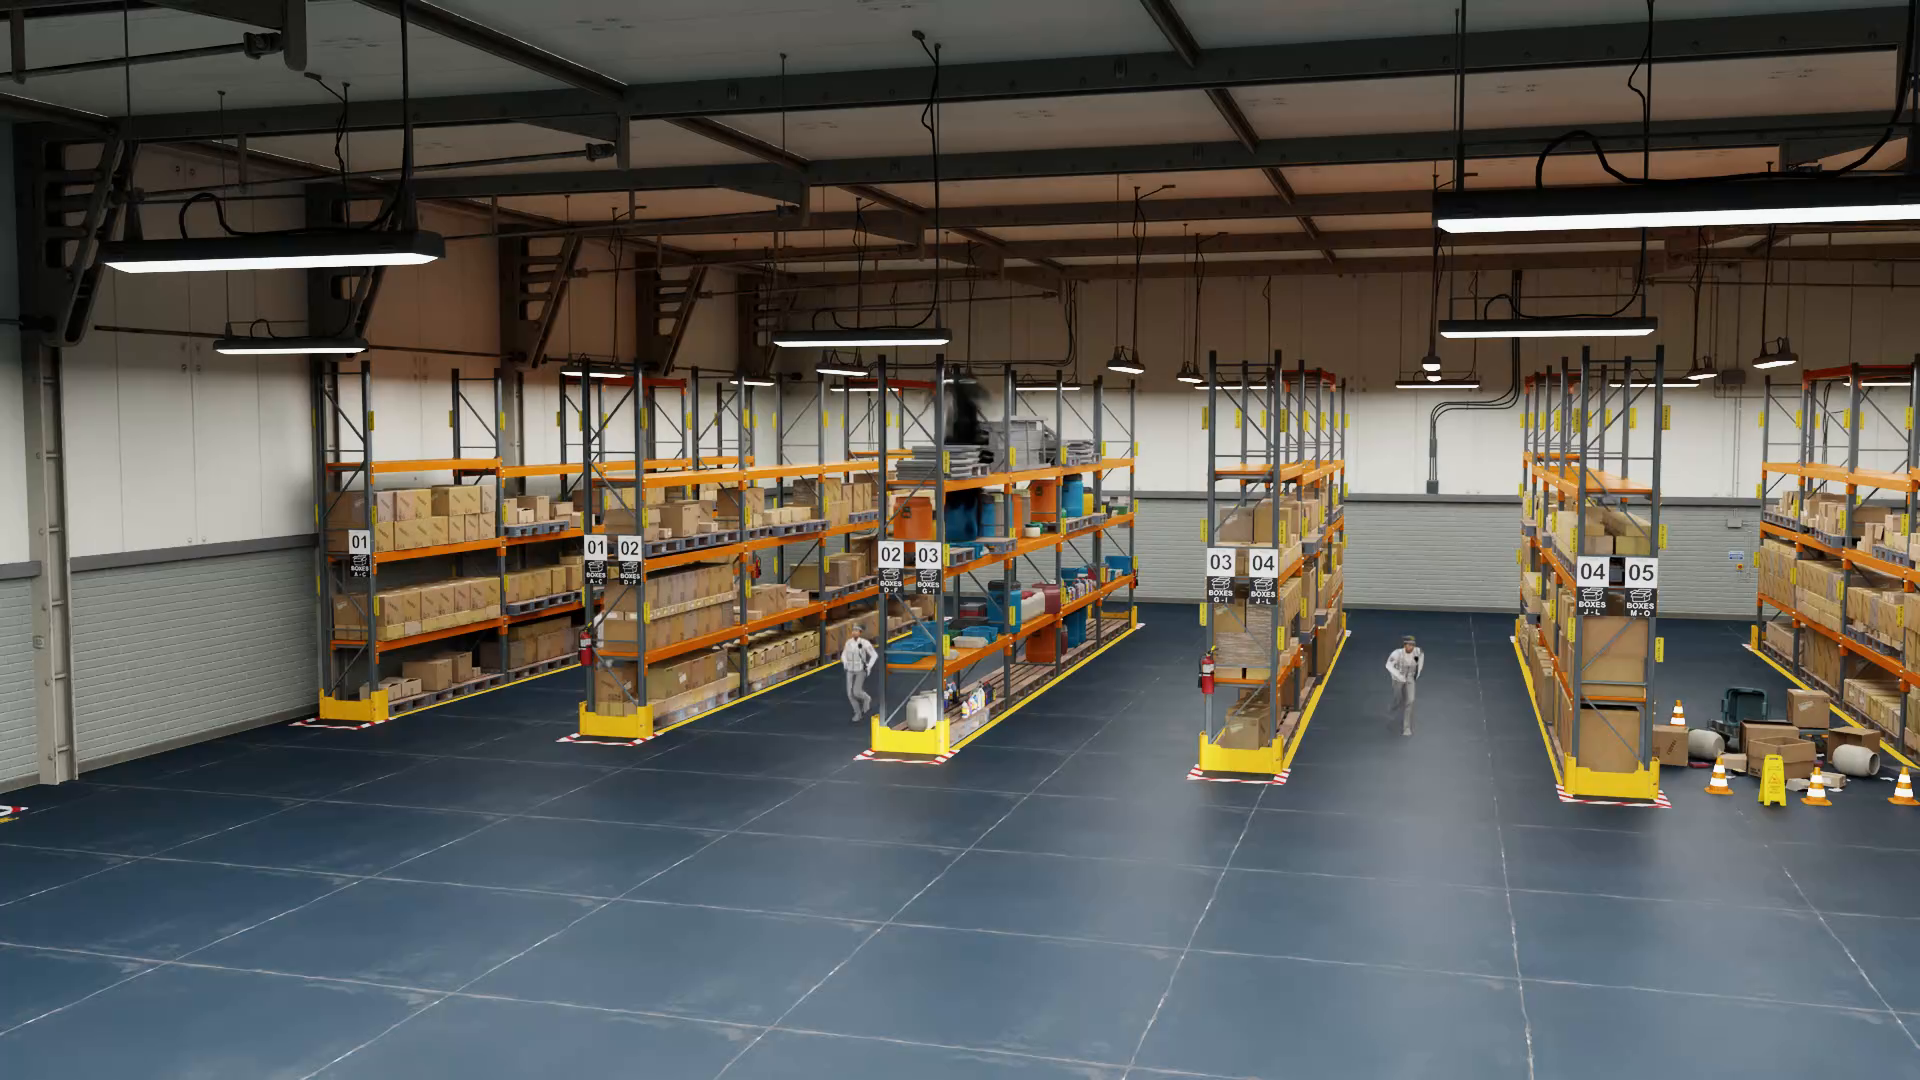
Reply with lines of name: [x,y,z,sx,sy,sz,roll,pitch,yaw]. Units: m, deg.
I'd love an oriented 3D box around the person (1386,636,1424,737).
person: [7.140,2.309,26.858,0.654,1.627,0.978,-1,4,-7]

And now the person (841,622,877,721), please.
person: [-1.731,2.198,27.805,0.612,1.658,0.548,2,4,23]

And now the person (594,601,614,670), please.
person: [-6.474,1.953,30.626,0.714,1.733,0.791,1,4,7]

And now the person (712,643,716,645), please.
person: [-5.505,1.484,37.175,0.658,1.738,0.558,1,4,14]
